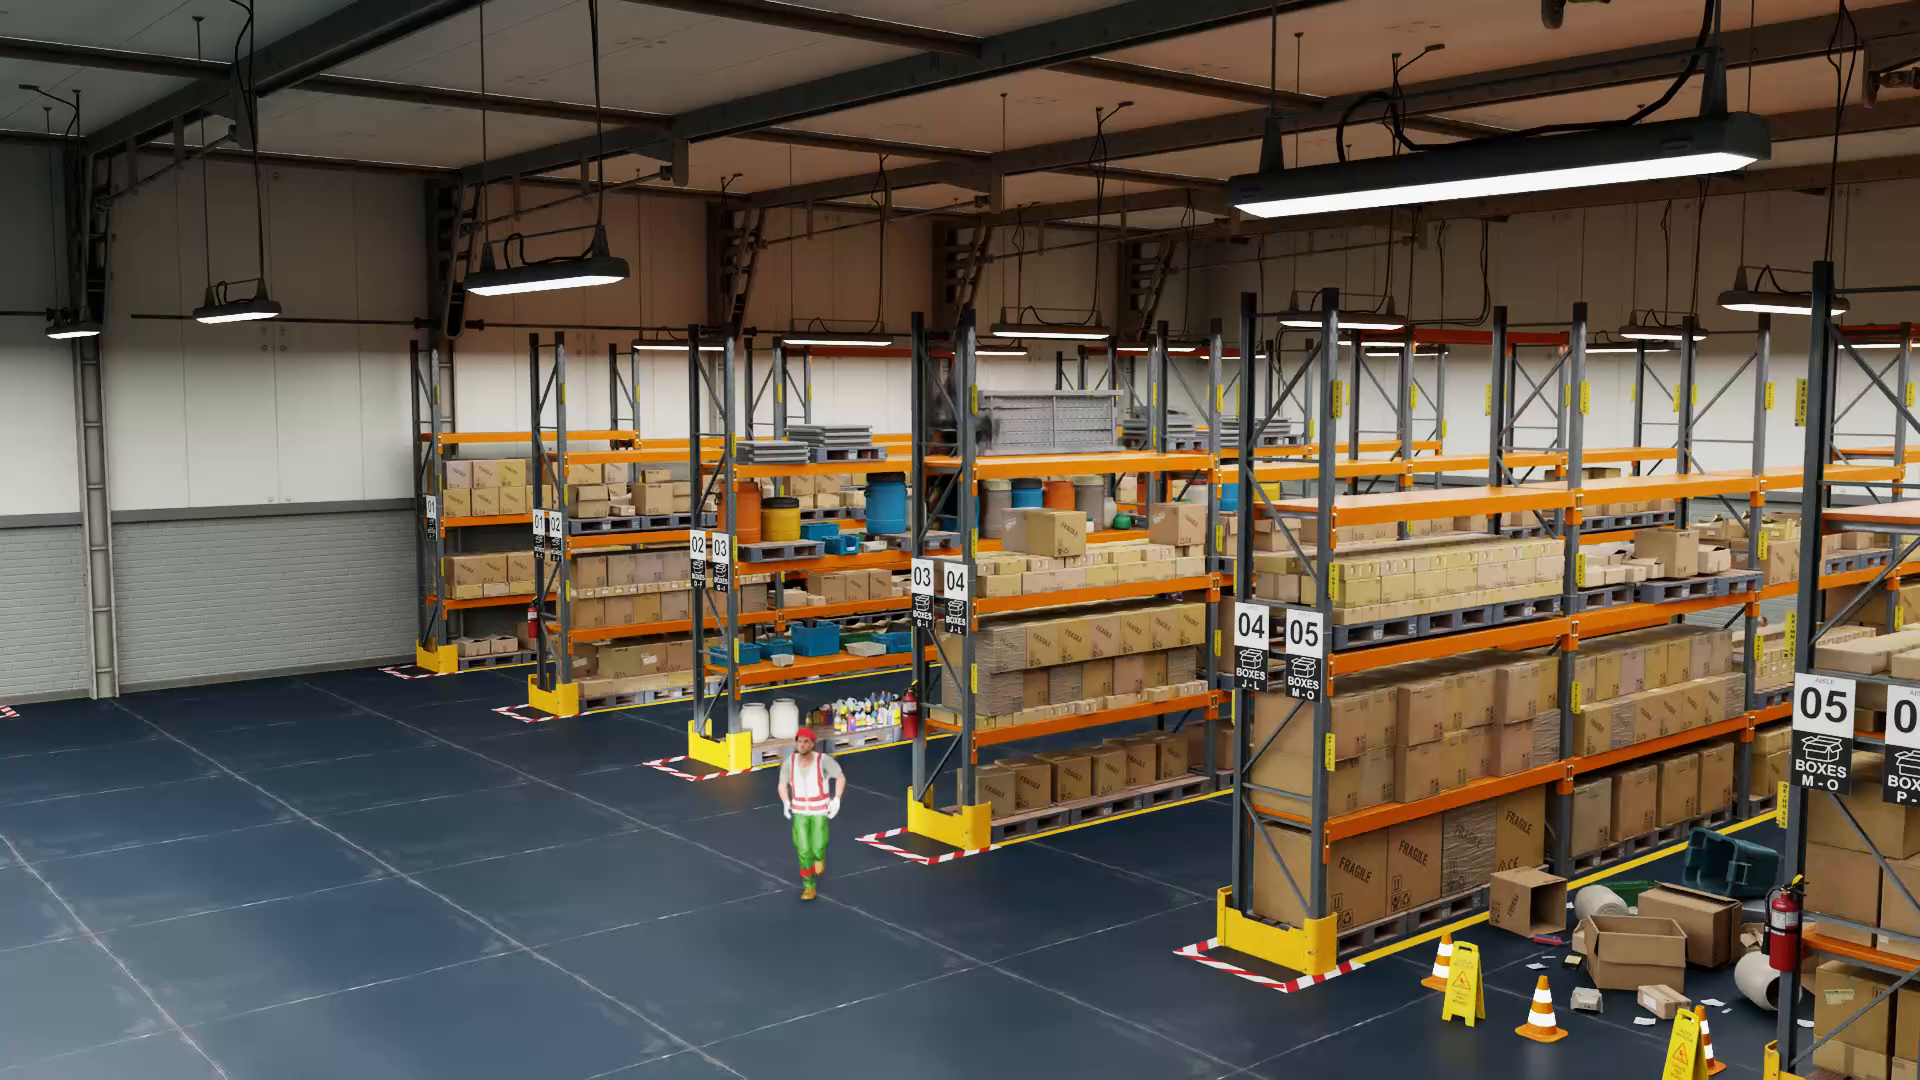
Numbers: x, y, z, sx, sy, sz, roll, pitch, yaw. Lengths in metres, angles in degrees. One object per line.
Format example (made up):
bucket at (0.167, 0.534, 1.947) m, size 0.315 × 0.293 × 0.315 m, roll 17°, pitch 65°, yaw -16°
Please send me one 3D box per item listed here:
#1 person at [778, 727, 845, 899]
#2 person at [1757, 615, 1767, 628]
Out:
person at (-1.507, 2.745, 16.807) m, size 0.670 × 1.747 × 0.678 m, roll 1°, pitch 5°, yaw 7°
person at (11.946, 2.005, 24.869) m, size 0.910 × 1.776 × 0.653 m, roll -4°, pitch 7°, yaw -36°
